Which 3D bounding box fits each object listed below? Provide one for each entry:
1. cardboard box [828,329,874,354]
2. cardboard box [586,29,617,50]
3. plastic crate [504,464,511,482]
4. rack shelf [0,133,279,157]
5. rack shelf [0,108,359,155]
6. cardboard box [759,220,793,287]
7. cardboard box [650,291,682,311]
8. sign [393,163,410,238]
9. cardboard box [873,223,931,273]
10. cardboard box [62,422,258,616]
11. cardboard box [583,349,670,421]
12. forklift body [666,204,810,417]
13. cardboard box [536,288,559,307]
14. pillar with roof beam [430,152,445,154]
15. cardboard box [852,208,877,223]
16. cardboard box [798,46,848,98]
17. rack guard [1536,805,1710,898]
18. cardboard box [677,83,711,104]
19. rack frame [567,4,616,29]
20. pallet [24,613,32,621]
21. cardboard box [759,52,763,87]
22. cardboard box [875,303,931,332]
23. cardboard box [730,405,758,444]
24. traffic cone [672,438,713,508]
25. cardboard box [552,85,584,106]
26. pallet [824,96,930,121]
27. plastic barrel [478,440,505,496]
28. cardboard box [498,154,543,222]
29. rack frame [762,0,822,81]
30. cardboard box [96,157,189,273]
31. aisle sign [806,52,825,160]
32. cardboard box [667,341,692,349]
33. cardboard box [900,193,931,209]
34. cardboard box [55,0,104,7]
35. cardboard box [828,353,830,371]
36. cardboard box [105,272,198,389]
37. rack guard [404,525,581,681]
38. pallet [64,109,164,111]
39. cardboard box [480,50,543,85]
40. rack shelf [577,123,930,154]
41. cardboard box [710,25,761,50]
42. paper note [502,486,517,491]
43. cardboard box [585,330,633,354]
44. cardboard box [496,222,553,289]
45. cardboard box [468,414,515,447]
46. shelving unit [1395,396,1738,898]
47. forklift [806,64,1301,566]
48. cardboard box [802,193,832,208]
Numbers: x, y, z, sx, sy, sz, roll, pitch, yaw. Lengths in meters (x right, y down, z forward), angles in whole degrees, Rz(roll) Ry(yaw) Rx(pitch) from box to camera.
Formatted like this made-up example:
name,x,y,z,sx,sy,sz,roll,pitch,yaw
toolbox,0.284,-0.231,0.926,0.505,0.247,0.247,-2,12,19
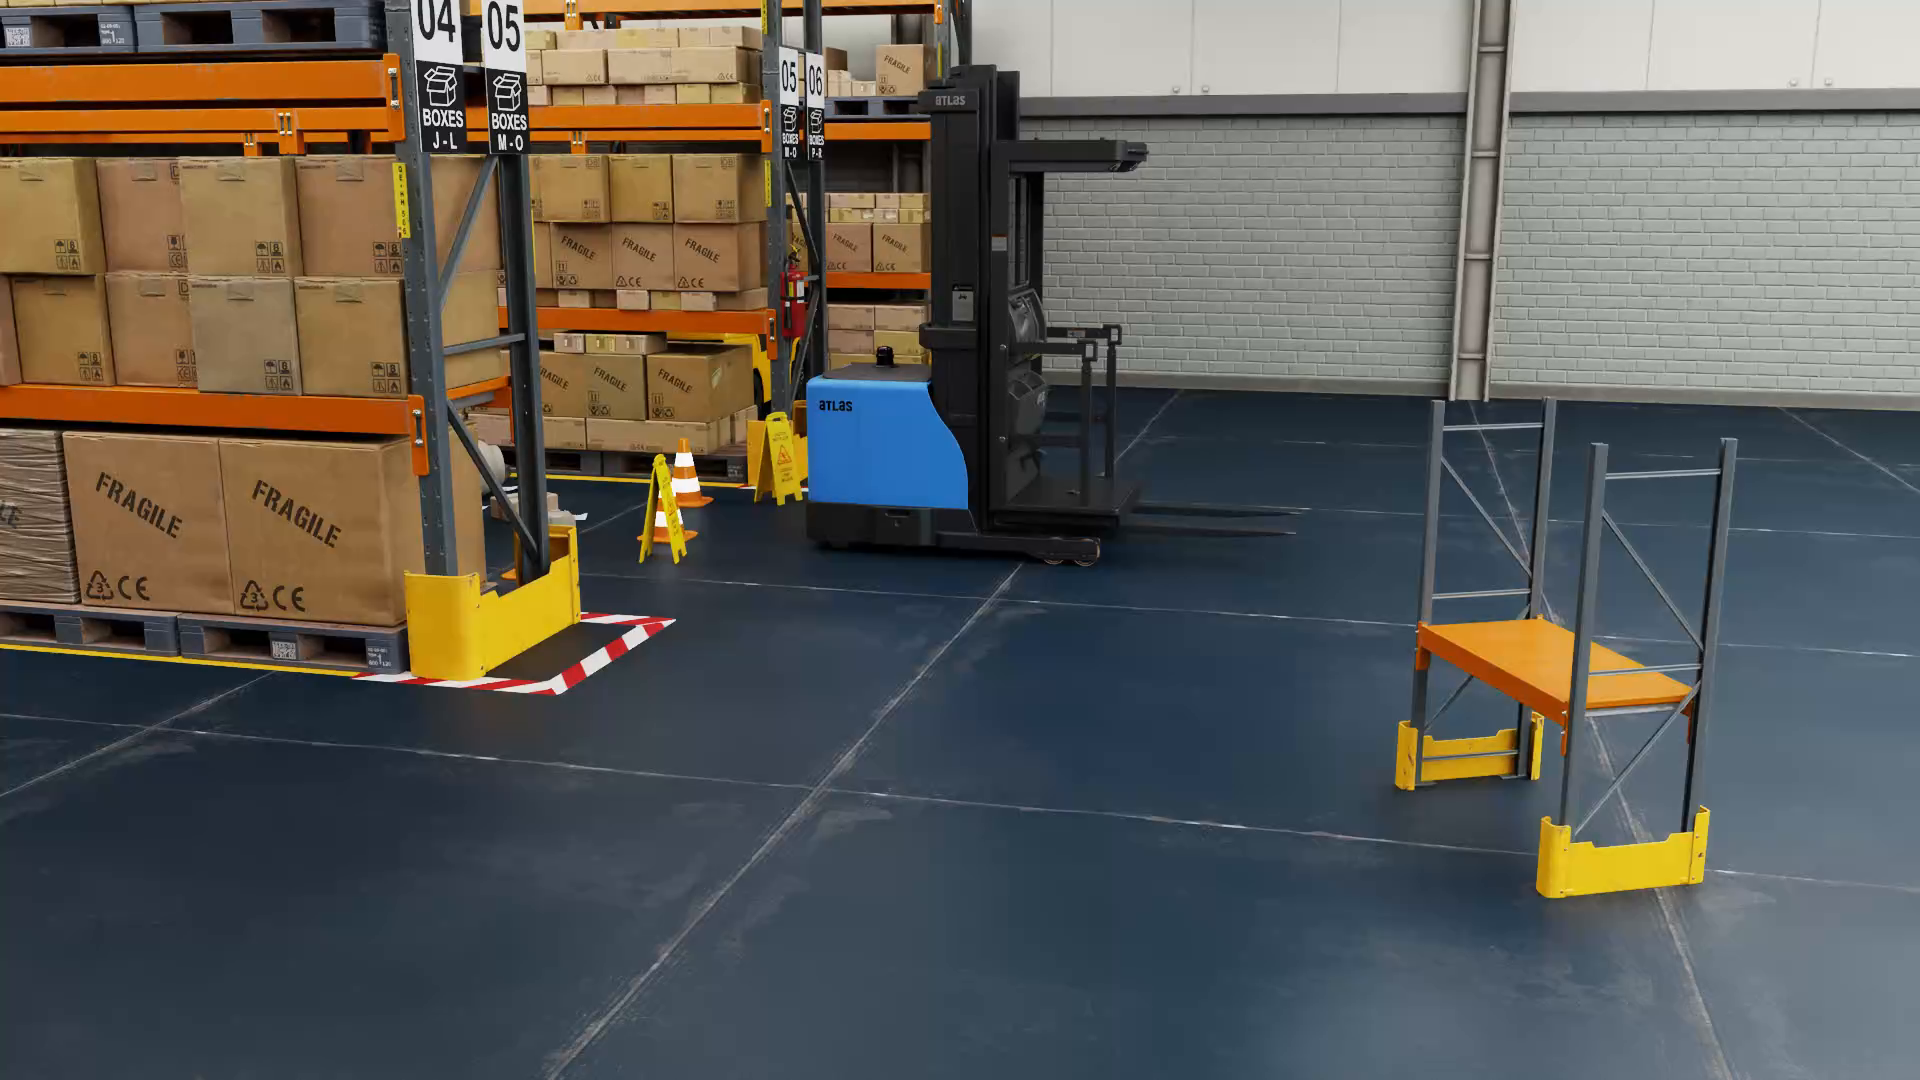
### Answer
name,x,y,z,sx,sy,sz,roll,pitch,yaw
cardboard box,-1.085,-2.120,17.587,0.500,0.250,0.500,3,13,13
cardboard box,-2.601,-3.737,12.465,0.250,0.149,0.380,3,13,14
plastic crate,-3.794,-0.510,12.846,0.583,0.080,0.402,-1,13,-6
rack shelf,-9.762,-4.657,19.536,4.000,0.370,1.077,3,13,14
rack shelf,-7.064,-3.406,13.895,4.000,0.370,1.077,3,13,14
cardboard box,-1.632,-2.258,13.069,0.500,0.500,0.500,3,13,13
cardboard box,-2.169,-1.841,12.685,0.250,0.149,0.380,3,13,13
sign,-2.470,-1.503,7.361,0.005,0.325,0.100,3,13,14
cardboard box,-0.594,-3.044,17.299,0.500,0.500,0.500,3,13,12
cardboard box,-3.856,-0.169,8.507,0.875,0.875,0.875,3,13,13
cardboard box,-2.586,-1.223,12.969,0.500,0.500,0.500,4,13,16
forklift body,-2.331,-2.326,16.250,1.214,2.155,2.313,3,13,14
cardboard box,-3.132,-1.916,13.026,0.250,0.149,0.380,3,13,14
pillar with roof beam,-7.370,-5.586,15.134,0.400,9.000,9.100,3,13,14
cardboard box,-0.949,-3.383,17.329,0.250,0.149,0.380,3,13,15
cardboard box,-1.512,-4.838,17.259,0.500,0.500,0.700,3,13,14
rack guard,2.199,1.030,5.516,0.587,0.250,0.087,-3,13,-12
cardboard box,-1.901,-3.289,12.286,0.250,0.149,0.380,3,13,14
rack frame,-3.937,-6.162,17.730,0.127,3.000,1.000,3,13,14
pallet,-5.491,0.275,9.009,1.213,0.211,1.003,3,13,14
cardboard box,-1.663,-3.600,12.768,0.500,0.250,0.500,3,13,13
cardboard box,-0.575,-2.334,17.400,0.500,0.250,0.500,4,13,15
cardboard box,-1.956,-0.944,13.442,0.500,0.250,0.500,3,13,13
traffic cone,-1.965,-0.494,11.891,0.334,0.463,0.336,3,13,14
cardboard box,-2.889,-3.355,12.585,0.250,0.149,0.380,3,13,12
pallet,-0.733,-4.489,17.319,1.213,0.211,1.003,3,13,14
plastic barrel,-3.607,-0.512,12.066,0.512,0.421,0.421,-9,15,-35
cardboard box,-3.247,-2.732,12.895,0.500,0.500,0.700,3,13,13
rack frame,-1.239,-4.910,12.089,0.127,3.000,1.000,3,13,14
cardboard box,-3.745,-1.630,8.314,0.550,0.550,0.875,3,13,14
aisle sign,-1.104,-3.312,12.736,0.004,0.787,0.394,3,13,14
cardboard box,-2.487,-1.337,13.483,0.500,0.500,0.500,3,13,11
cardboard box,-0.451,-3.510,17.215,0.250,0.149,0.380,3,13,14
cardboard box,-3.964,-2.543,7.723,0.250,0.149,0.380,3,13,14
cardboard box,-1.549,-1.901,17.758,0.500,0.250,0.500,3,13,14
cardboard box,-3.750,-1.097,8.409,0.550,0.550,0.875,3,13,14
rack guard,-2.303,0.287,8.288,0.348,0.500,1.175,3,13,14
pallet,-6.704,-3.669,13.854,1.003,0.211,1.213,3,13,14
cardboard box,-3.284,-3.566,12.613,0.500,0.250,0.500,3,13,14
rack shelf,-1.995,-4.242,17.665,4.000,0.370,1.077,3,13,14
cardboard box,-1.638,-3.668,12.154,0.250,0.149,0.380,3,13,14
paper note,-3.365,-0.392,12.431,0.148,0.019,0.142,-1,13,-6
cardboard box,-2.695,-1.532,12.863,0.250,0.149,0.380,3,13,14
cardboard box,-3.289,-2.229,12.939,0.500,0.500,0.500,3,13,14
cardboard box,-3.577,-0.912,13.297,0.500,0.250,0.500,3,13,13
shelving unit,2.090,0.314,5.855,0.587,1.500,1.083,-3,13,-12
forklift,0.606,-1.399,10.272,3.031,2.935,1.130,3,13,13
cardboard box,-1.462,-3.543,17.363,0.250,0.149,0.380,3,13,15
